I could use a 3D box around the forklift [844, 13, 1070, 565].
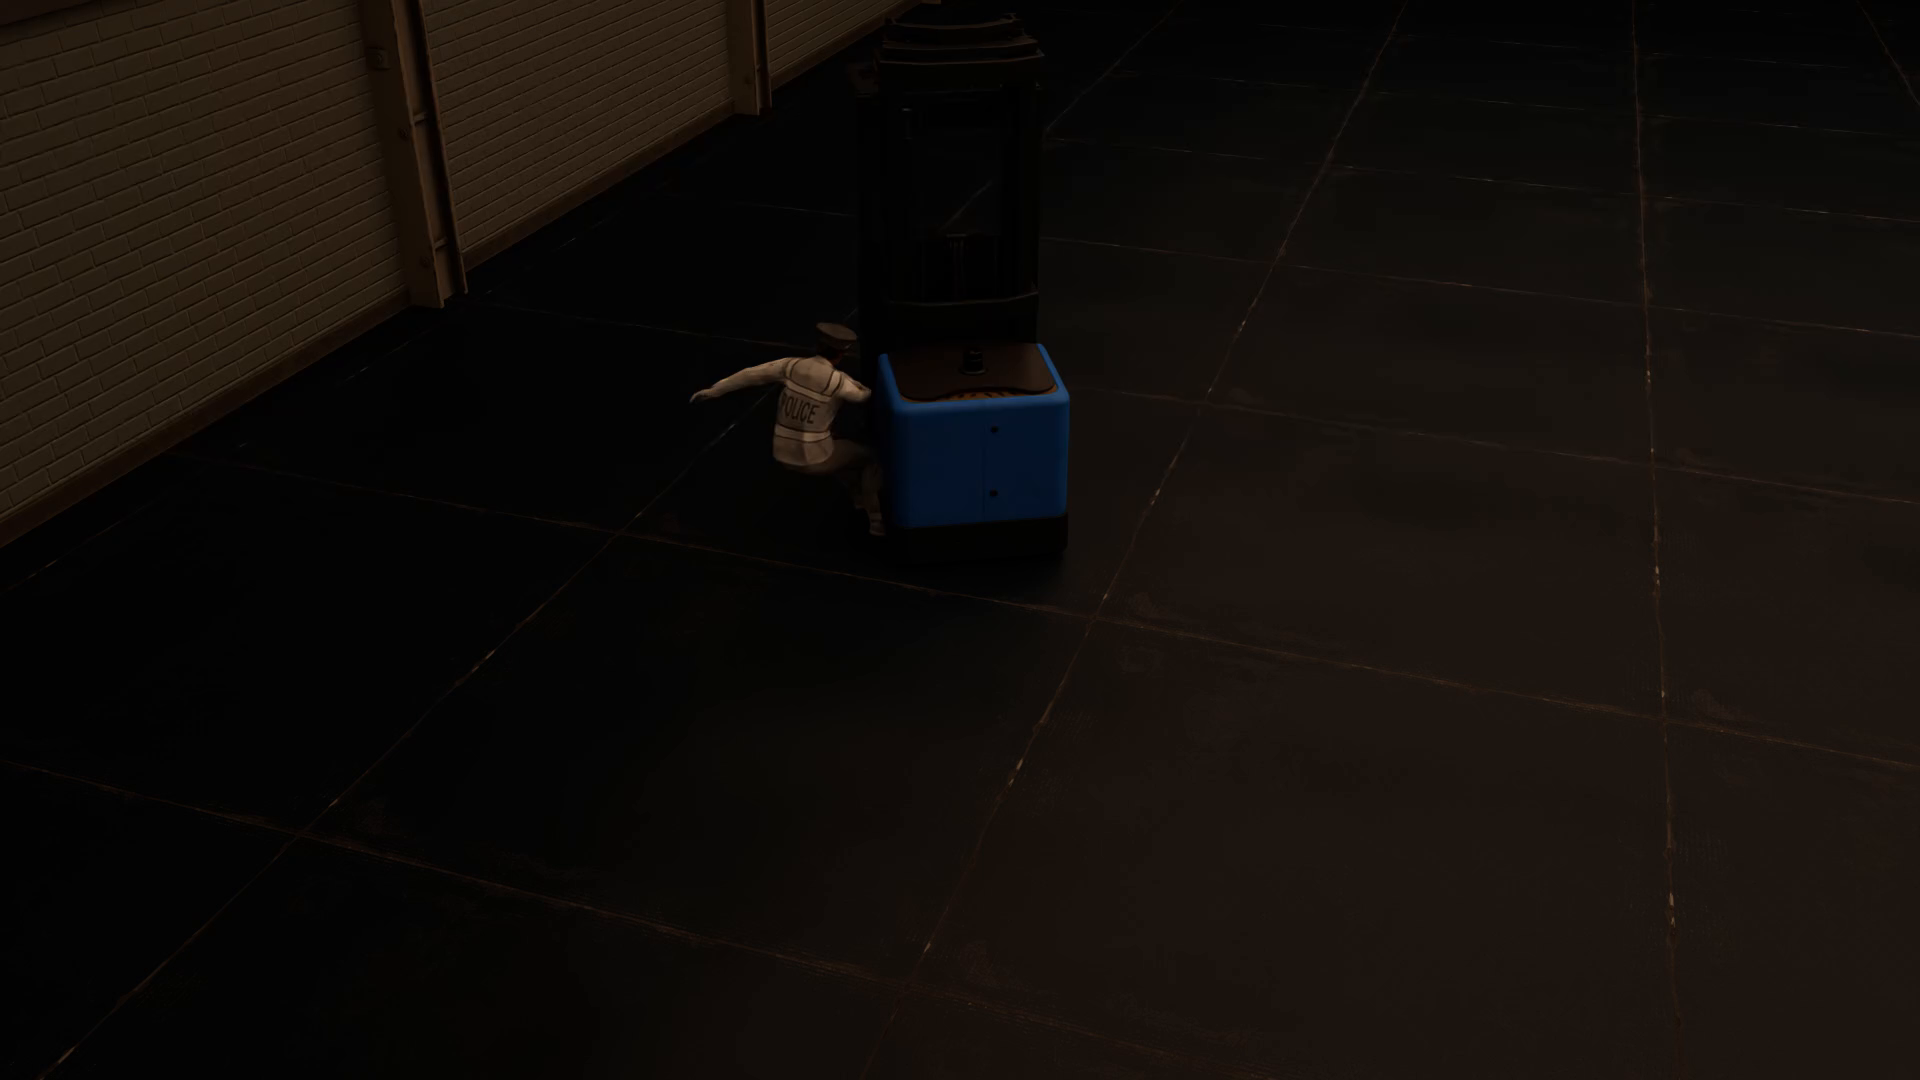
[{"bbox_3d":[-0.103,-1.840,10.365,1.130,2.935,3.031,-5,30,-8],"label":"forklift"}]

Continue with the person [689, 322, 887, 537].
[{"bbox_3d":[-0.901,-0.670,9.960,1.116,1.384,0.888,15,33,24],"label":"person"}]
